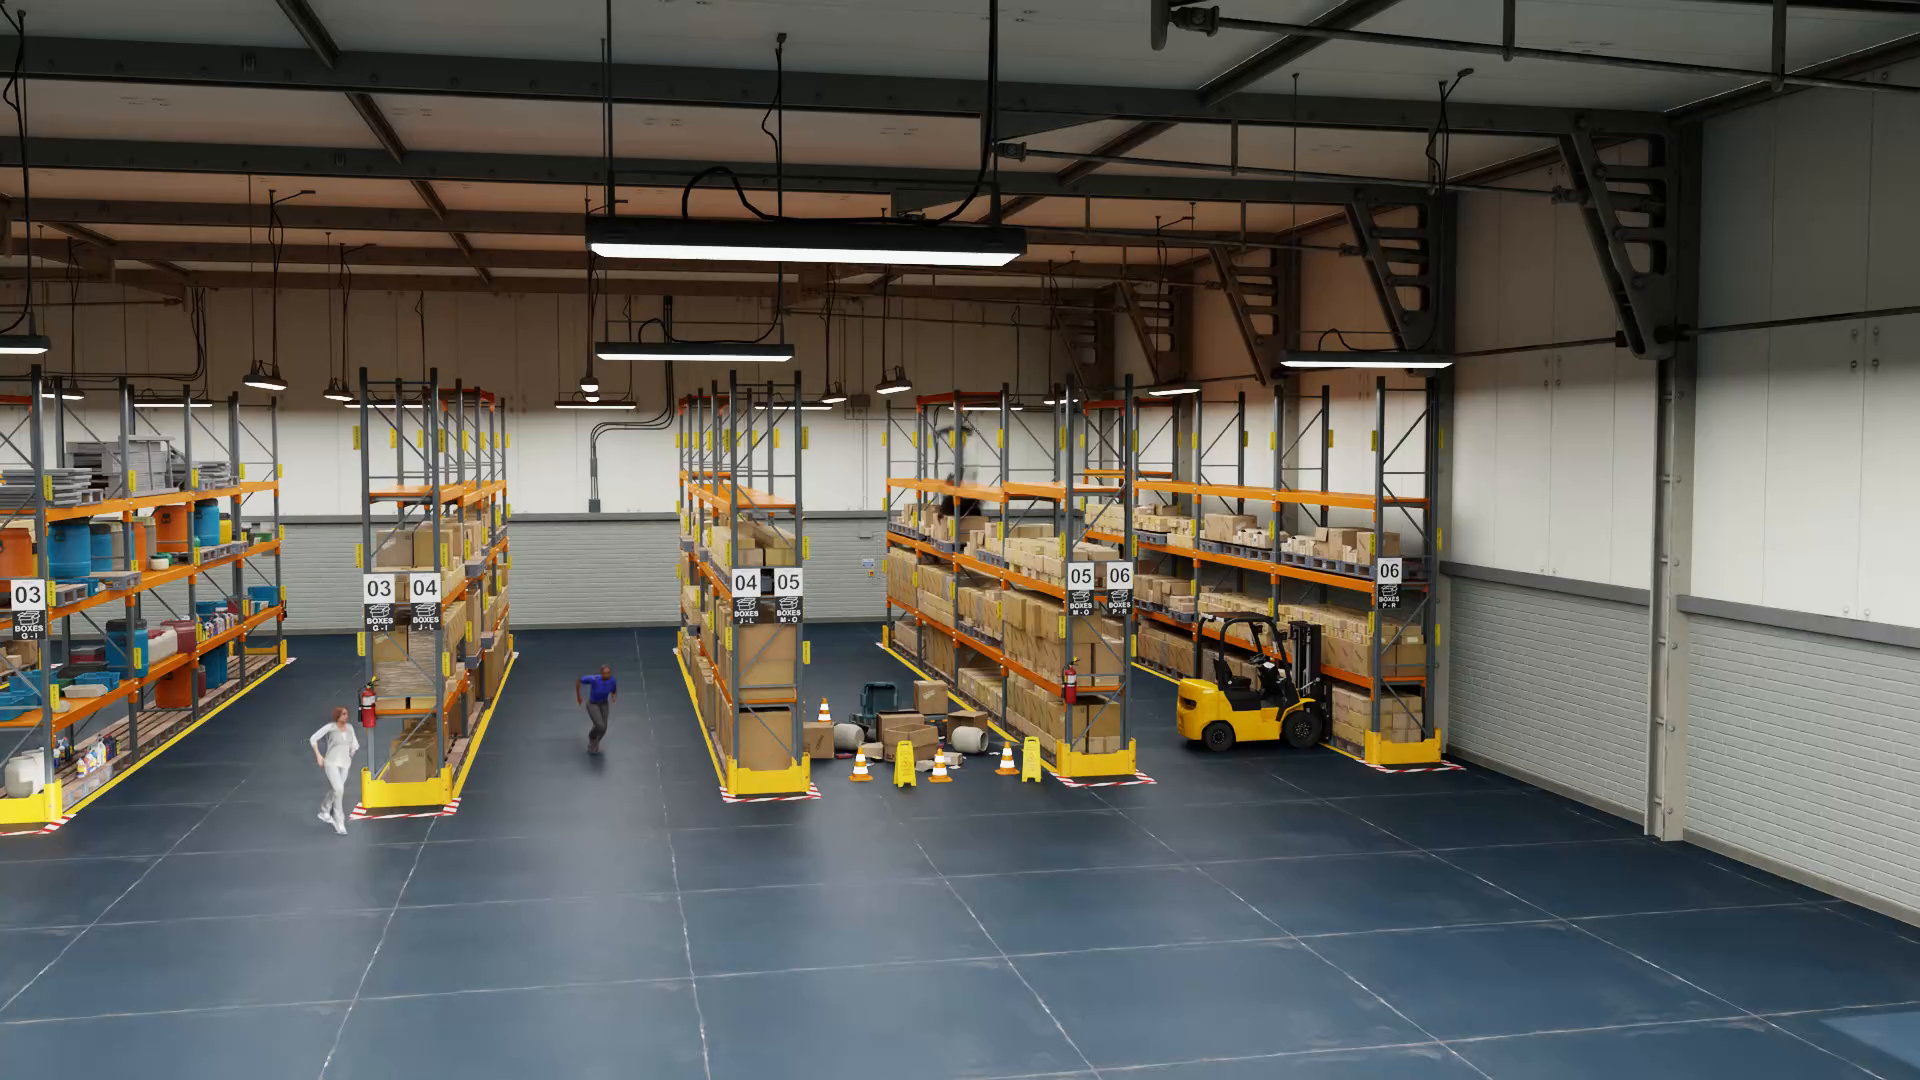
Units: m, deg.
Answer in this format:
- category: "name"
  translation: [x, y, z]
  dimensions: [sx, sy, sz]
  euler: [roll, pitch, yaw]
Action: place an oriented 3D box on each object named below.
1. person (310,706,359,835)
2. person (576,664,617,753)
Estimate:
- category: "person"
  translation: [-8.044, 2.952, 21.463]
  dimensions: [0.744, 1.611, 0.551]
  euler: [2, 4, 35]
- category: "person"
  translation: [-5.771, 2.687, 26.431]
  dimensions: [0.602, 1.486, 0.855]
  euler: [-3, 4, -37]
